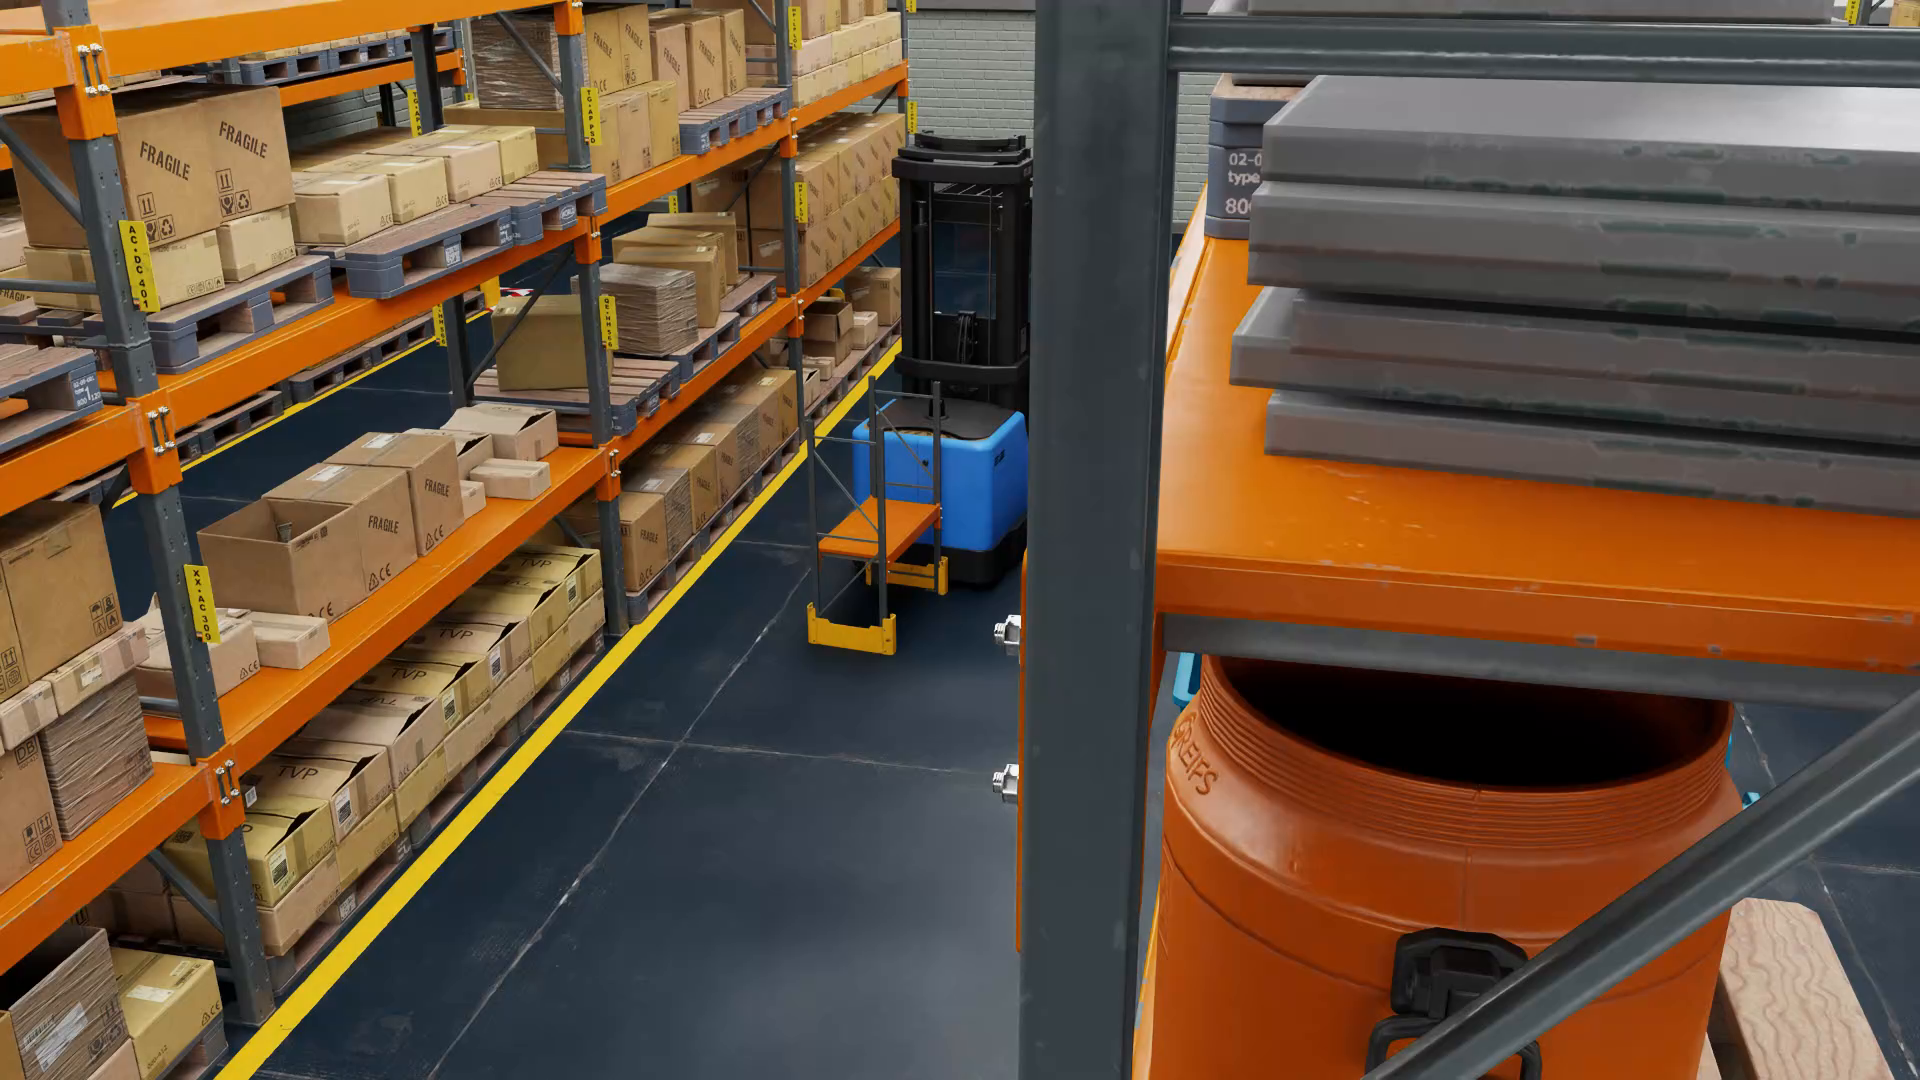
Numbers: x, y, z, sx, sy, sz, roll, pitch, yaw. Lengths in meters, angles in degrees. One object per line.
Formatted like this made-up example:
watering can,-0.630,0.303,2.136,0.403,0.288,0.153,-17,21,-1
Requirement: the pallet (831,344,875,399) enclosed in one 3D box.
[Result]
pallet,-1.462,-1.684,16.252,1.003,0.211,1.213,4,22,11

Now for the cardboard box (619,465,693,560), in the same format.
cardboard box,-2.192,-0.197,11.585,0.500,0.500,0.500,4,22,9

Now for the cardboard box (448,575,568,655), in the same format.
cardboard box,-2.632,0.405,9.699,0.500,0.311,0.500,4,22,10

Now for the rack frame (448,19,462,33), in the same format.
rack frame,-5.884,-6.901,17.443,1.000,3.000,0.127,4,22,11

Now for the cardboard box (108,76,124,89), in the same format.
cardboard box,-7.038,-3.775,12.974,0.700,0.500,0.500,4,22,10

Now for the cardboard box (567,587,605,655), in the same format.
cardboard box,-2.535,0.476,10.276,0.500,0.250,0.500,5,22,12

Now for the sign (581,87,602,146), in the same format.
sign,-2.125,-2.439,9.580,0.100,0.325,0.005,4,22,11

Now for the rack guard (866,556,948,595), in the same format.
rack guard,-0.370,0.214,11.488,0.587,0.250,0.087,7,23,17

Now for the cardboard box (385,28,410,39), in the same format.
cardboard box,-5.879,-5.202,16.746,0.500,0.250,0.500,4,22,9

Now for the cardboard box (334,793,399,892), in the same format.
cardboard box,-3.052,1.412,7.951,0.500,0.250,0.500,5,22,12

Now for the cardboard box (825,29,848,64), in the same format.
cardboard box,-1.294,-4.356,14.672,0.500,0.250,0.500,4,22,11

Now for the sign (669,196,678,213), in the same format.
sign,-2.383,-2.719,13.931,0.100,0.325,0.005,4,22,11

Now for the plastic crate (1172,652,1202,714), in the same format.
plastic crate,0.644,0.384,3.390,0.392,0.384,0.575,4,22,11

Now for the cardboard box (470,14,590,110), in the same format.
cardboard box,-2.571,-2.877,9.994,0.500,0.500,0.500,4,22,11

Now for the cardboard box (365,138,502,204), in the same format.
cardboard box,-2.793,-1.969,8.851,0.500,0.250,0.500,5,22,12

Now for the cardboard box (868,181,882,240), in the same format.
cardboard box,-1.068,-3.232,16.228,0.500,0.500,0.500,5,22,11

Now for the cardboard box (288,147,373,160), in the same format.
cardboard box,-6.281,-3.525,16.689,0.980,0.700,0.700,3,22,8

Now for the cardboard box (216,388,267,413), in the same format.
cardboard box,-6.706,-1.605,14.639,0.750,0.750,0.750,5,22,12

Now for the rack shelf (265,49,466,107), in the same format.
rack shelf,-6.292,-4.444,16.321,1.077,0.370,4.000,4,22,11

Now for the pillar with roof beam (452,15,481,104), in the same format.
pillar with roof beam,-1.966,-7.626,19.243,9.100,9.000,0.400,4,22,11

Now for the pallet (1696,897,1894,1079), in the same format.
pallet,0.814,0.890,2.366,1.003,0.211,1.213,4,22,11

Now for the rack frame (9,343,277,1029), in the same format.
rack frame,-3.483,0.647,6.732,1.000,3.000,0.127,4,22,11

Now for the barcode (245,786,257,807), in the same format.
barcode,-3.023,1.095,7.090,0.001,0.075,0.075,4,22,11

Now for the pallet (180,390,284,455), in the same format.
pallet,-6.784,-1.074,14.737,1.003,0.211,1.213,4,22,11

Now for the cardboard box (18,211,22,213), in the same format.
cardboard box,-6.866,-2.447,12.852,0.500,0.250,0.500,4,22,10

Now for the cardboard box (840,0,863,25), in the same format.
cardboard box,-1.305,-5.087,15.481,0.700,0.500,0.500,4,22,11

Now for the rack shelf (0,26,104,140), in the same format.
rack shelf,-3.891,-0.885,4.004,1.077,0.370,4.000,4,22,11

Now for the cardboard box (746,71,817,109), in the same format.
cardboard box,-1.509,-3.760,13.859,0.500,0.250,0.500,4,22,11

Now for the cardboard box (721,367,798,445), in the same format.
cardboard box,-1.670,-1.121,13.879,0.500,0.500,0.500,4,22,11

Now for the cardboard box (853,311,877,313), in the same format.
cardboard box,-1.074,-2.273,17.185,0.380,0.166,0.250,4,22,11

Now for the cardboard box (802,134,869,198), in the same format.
cardboard box,-1.164,-3.506,15.570,0.500,0.500,0.500,5,23,13

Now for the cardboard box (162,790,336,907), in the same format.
cardboard box,-3.154,1.335,7.391,0.500,0.311,0.500,5,22,11

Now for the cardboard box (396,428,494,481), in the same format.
cardboard box,-3.038,-0.462,9.606,0.500,0.311,0.500,4,22,10

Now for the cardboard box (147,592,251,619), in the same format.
cardboard box,-3.483,0.374,7.590,0.396,0.266,0.258,4,22,10

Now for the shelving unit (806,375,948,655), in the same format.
shelving unit,-0.531,-0.190,10.817,0.587,1.500,1.083,7,23,17

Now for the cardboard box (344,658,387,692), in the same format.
cardboard box,-3.370,0.741,8.867,0.500,0.311,0.500,4,22,10

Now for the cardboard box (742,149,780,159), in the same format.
cardboard box,-1.898,-3.181,14.765,0.500,0.500,0.500,4,22,10

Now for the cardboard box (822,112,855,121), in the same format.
cardboard box,-1.383,-4.110,17.071,0.500,0.500,0.500,5,23,13

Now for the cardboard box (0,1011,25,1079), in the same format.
cardboard box,-3.575,1.931,5.658,0.500,0.500,0.500,4,22,11

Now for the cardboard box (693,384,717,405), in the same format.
cardboard box,-2.285,-0.969,13.502,0.500,0.500,0.500,5,22,12

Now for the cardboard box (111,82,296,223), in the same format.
cardboard box,-3.224,-1.650,7.055,0.500,0.500,0.500,7,23,16

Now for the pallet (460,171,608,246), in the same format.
pallet,-2.717,-1.865,9.206,1.213,0.211,1.003,6,23,13

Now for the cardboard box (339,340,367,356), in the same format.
cardboard box,-6.342,-2.140,16.435,0.700,0.500,0.500,4,22,10

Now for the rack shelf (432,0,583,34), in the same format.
rack shelf,-2.258,-3.811,11.269,1.077,0.370,4.000,4,22,11

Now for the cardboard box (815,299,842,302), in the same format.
cardboard box,-1.525,-2.310,17.166,0.500,0.250,0.500,4,22,11

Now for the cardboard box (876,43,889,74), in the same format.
cardboard box,-0.993,-4.674,16.128,0.500,0.250,0.500,4,22,11

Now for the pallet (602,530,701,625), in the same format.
pallet,-2.477,0.207,11.556,1.003,0.211,1.213,4,22,11

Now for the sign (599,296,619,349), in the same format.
sign,-2.122,-1.312,10.046,0.100,0.325,0.005,4,22,11

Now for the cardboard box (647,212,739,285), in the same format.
cardboard box,-2.166,-2.364,13.512,0.700,0.500,0.500,-3,22,-7

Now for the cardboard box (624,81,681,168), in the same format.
cardboard box,-2.400,-2.793,11.123,0.910,0.500,0.500,4,22,11

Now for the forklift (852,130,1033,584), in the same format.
forklift,0.204,-1.580,12.354,1.130,2.935,3.031,7,23,18

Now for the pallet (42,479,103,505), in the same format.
pallet,-7.282,-0.181,12.521,1.003,0.211,1.213,4,22,11

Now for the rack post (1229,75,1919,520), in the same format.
rack post,0.828,-0.329,1.794,0.937,0.300,0.954,7,23,17

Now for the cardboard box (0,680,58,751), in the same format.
cardboard box,-3.432,0.602,5.842,0.380,0.149,0.250,4,22,9
